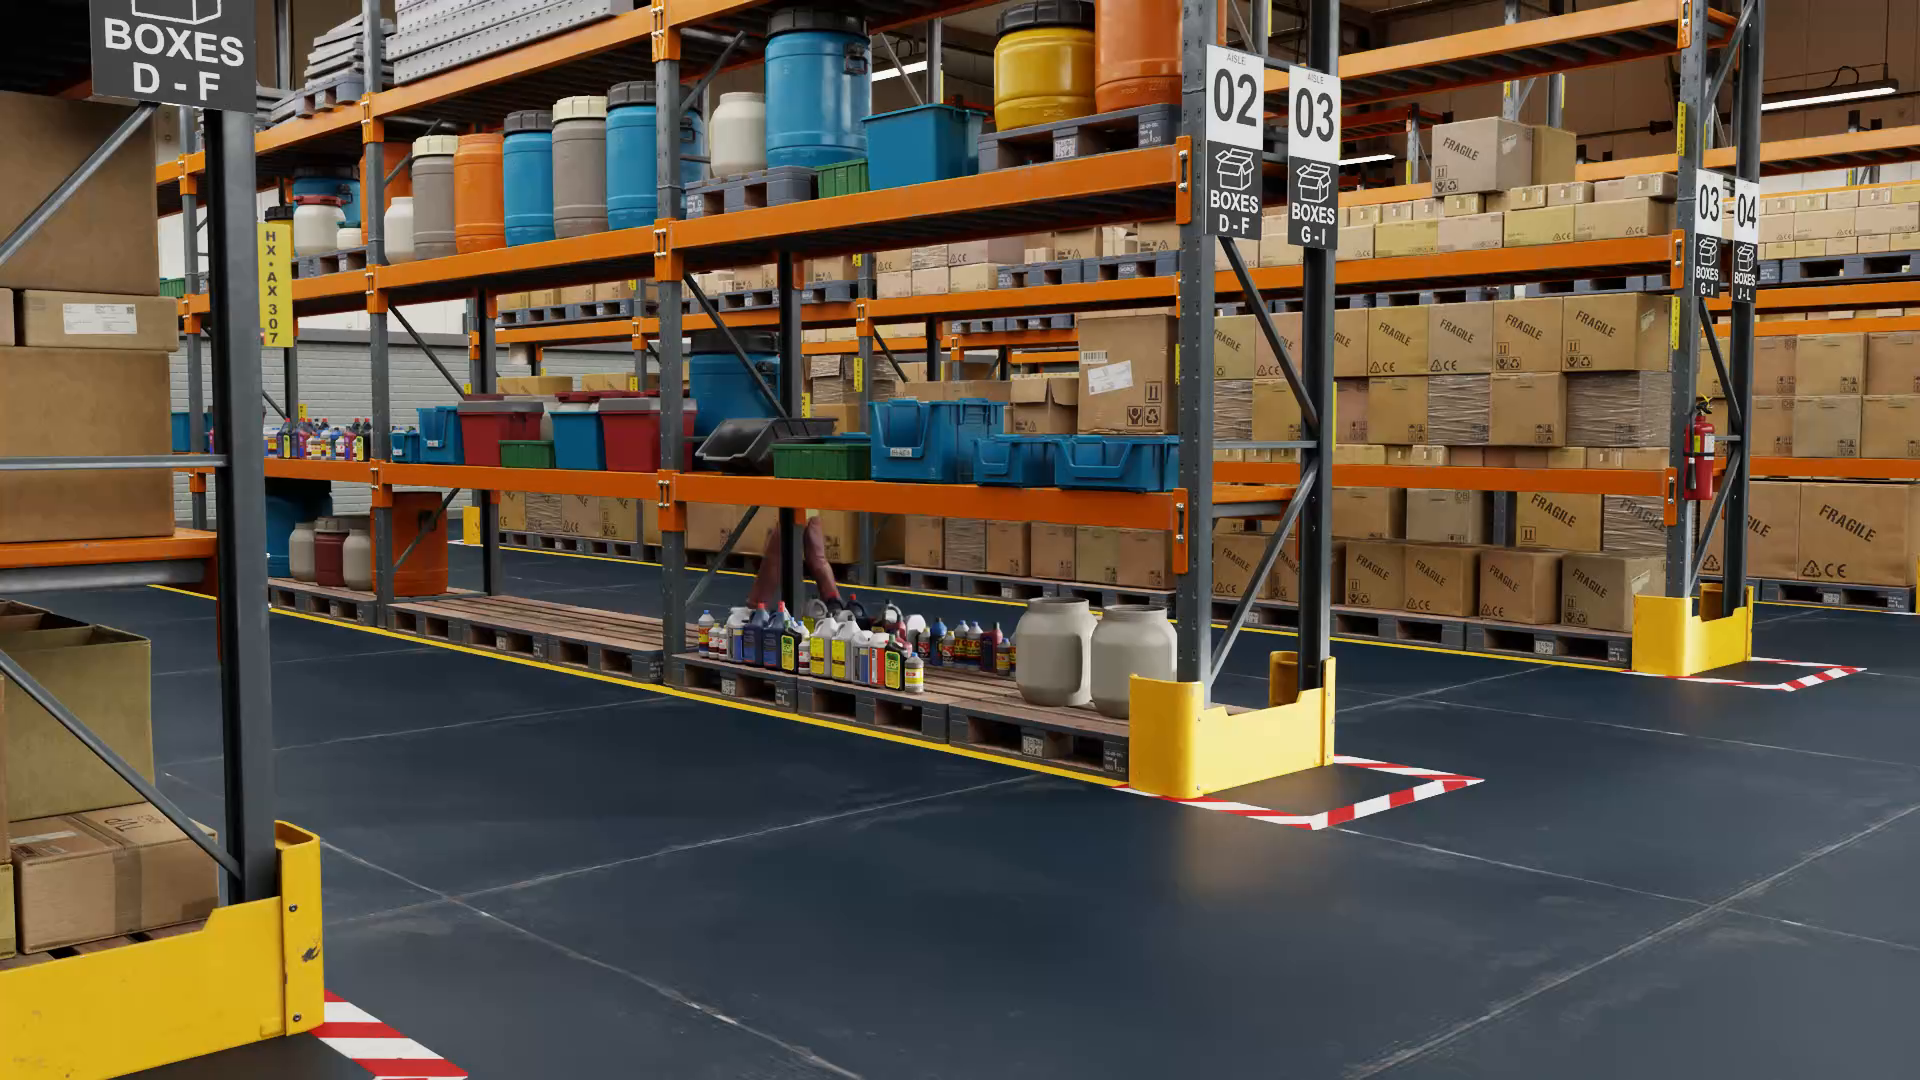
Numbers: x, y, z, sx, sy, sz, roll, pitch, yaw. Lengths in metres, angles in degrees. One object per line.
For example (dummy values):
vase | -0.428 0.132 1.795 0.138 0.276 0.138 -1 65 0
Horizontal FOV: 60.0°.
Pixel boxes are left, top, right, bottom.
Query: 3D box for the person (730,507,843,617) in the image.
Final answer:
person | -1.340 -0.165 13.207 1.022 1.606 0.464 3 5 33
